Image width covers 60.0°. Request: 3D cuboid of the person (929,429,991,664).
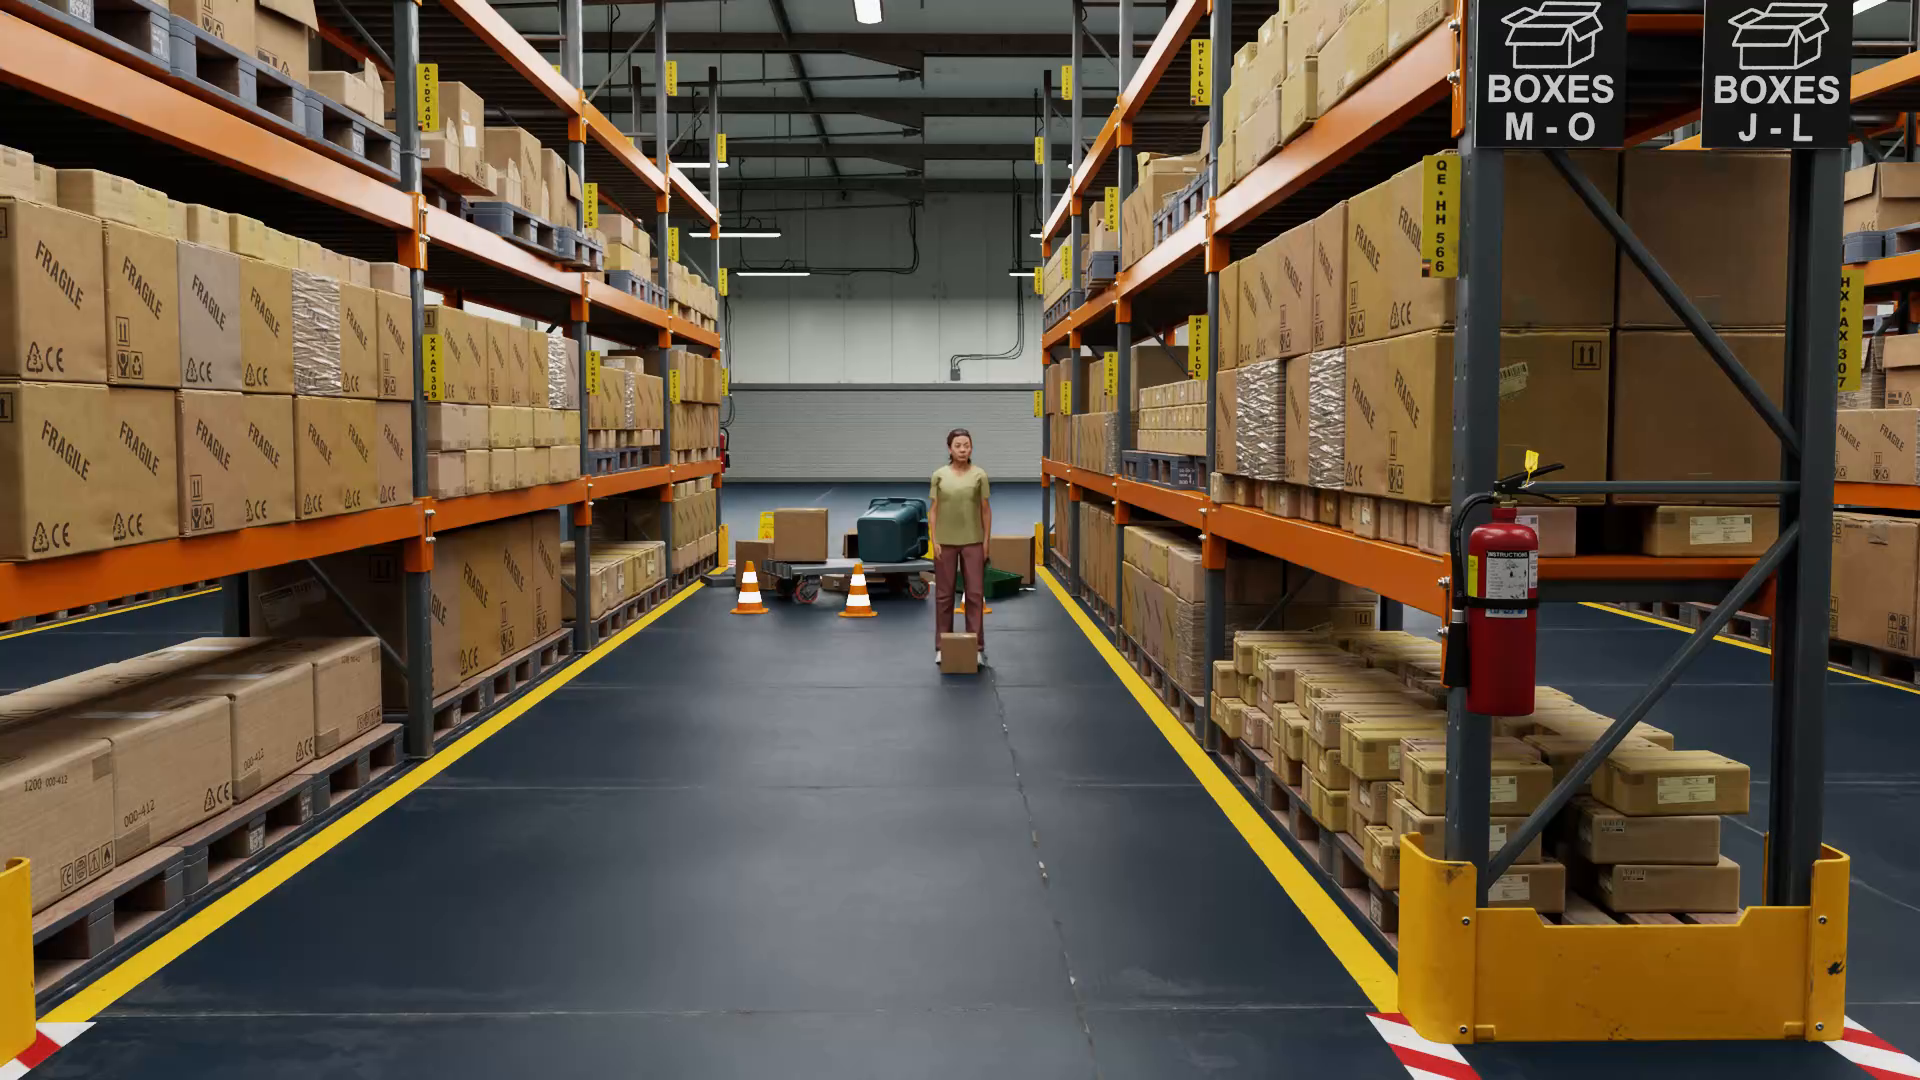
[{"bbox_3d":[0.000,0.043,11.870,0.449,1.674,0.399,0,4,0],"label":"person"}]
